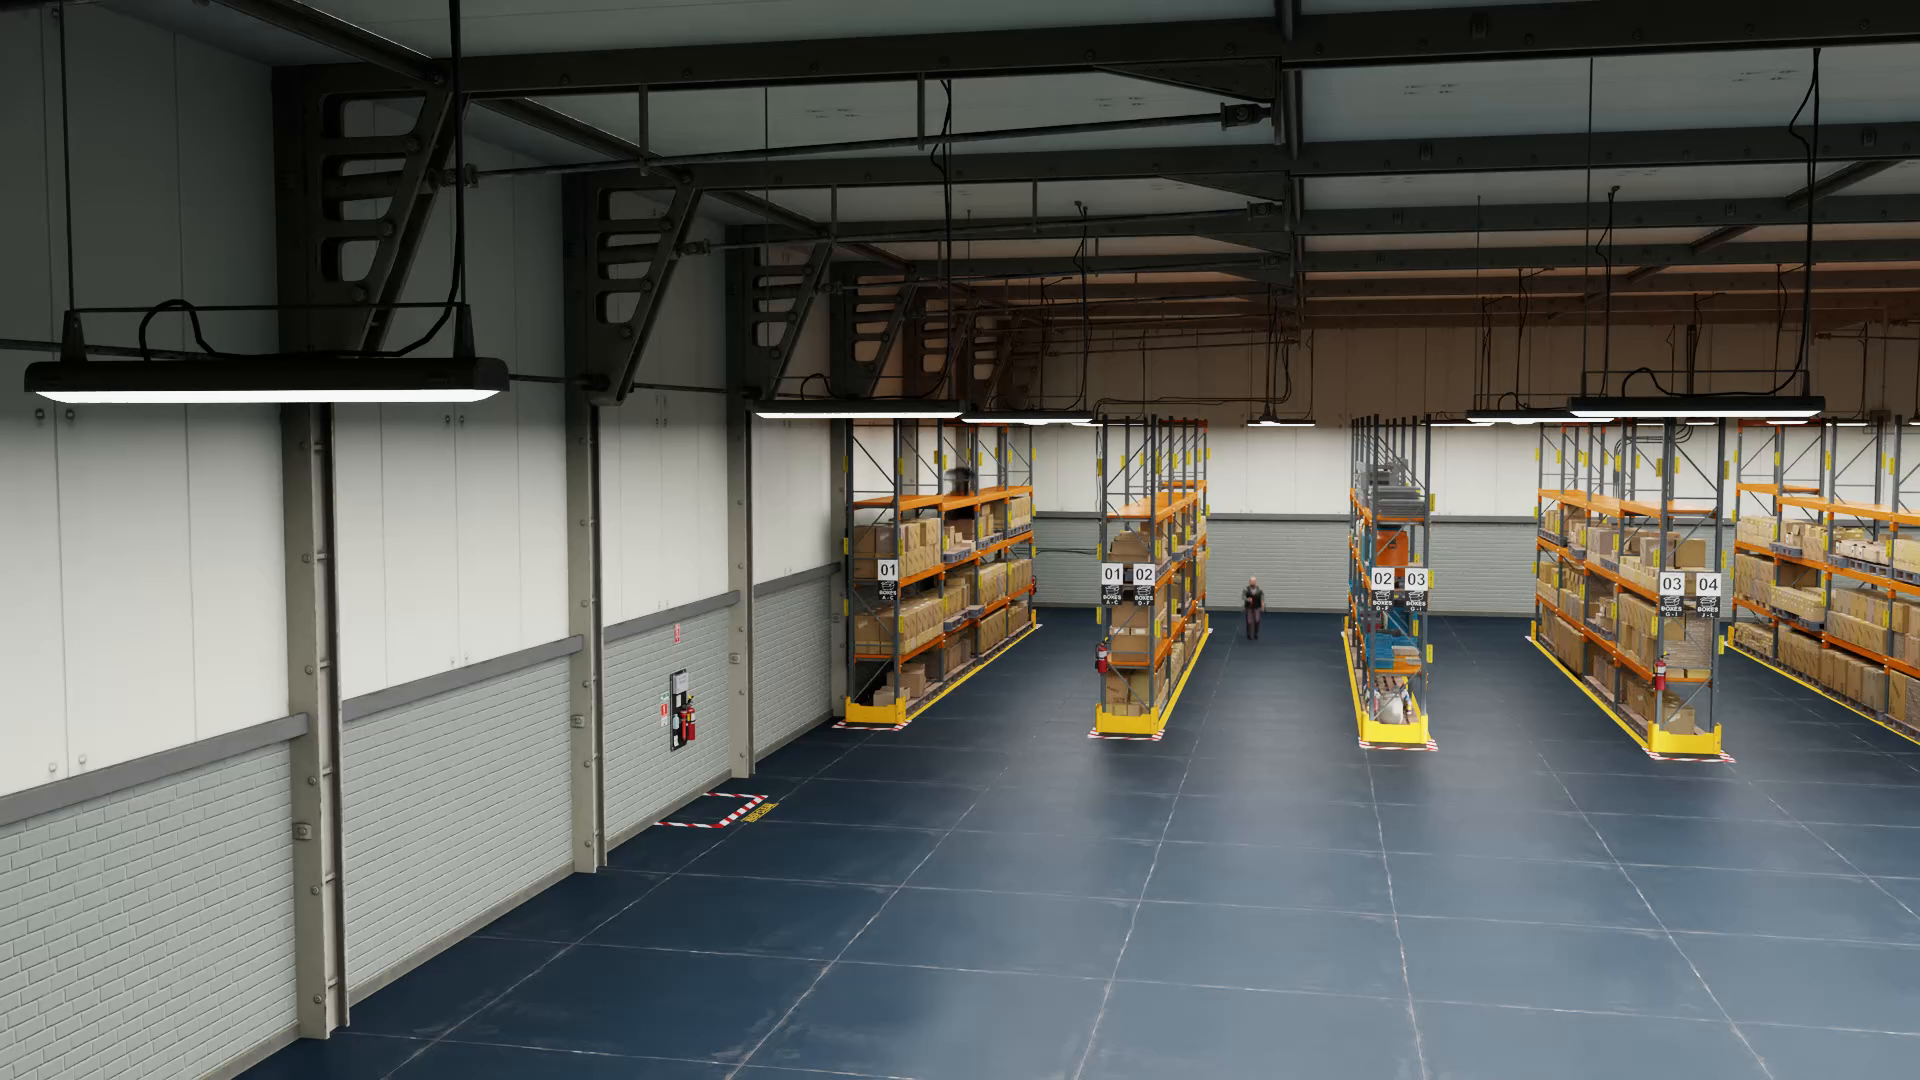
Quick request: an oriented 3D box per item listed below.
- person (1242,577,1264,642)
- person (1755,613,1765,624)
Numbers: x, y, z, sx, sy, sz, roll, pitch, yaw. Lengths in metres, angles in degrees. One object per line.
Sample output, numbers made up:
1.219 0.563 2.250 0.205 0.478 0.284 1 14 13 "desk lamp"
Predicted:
7.915 1.880 44.910 0.638 1.754 0.811 0 4 3 "person"
21.996 1.898 45.163 0.796 1.673 0.480 -1 4 -9 "person"
